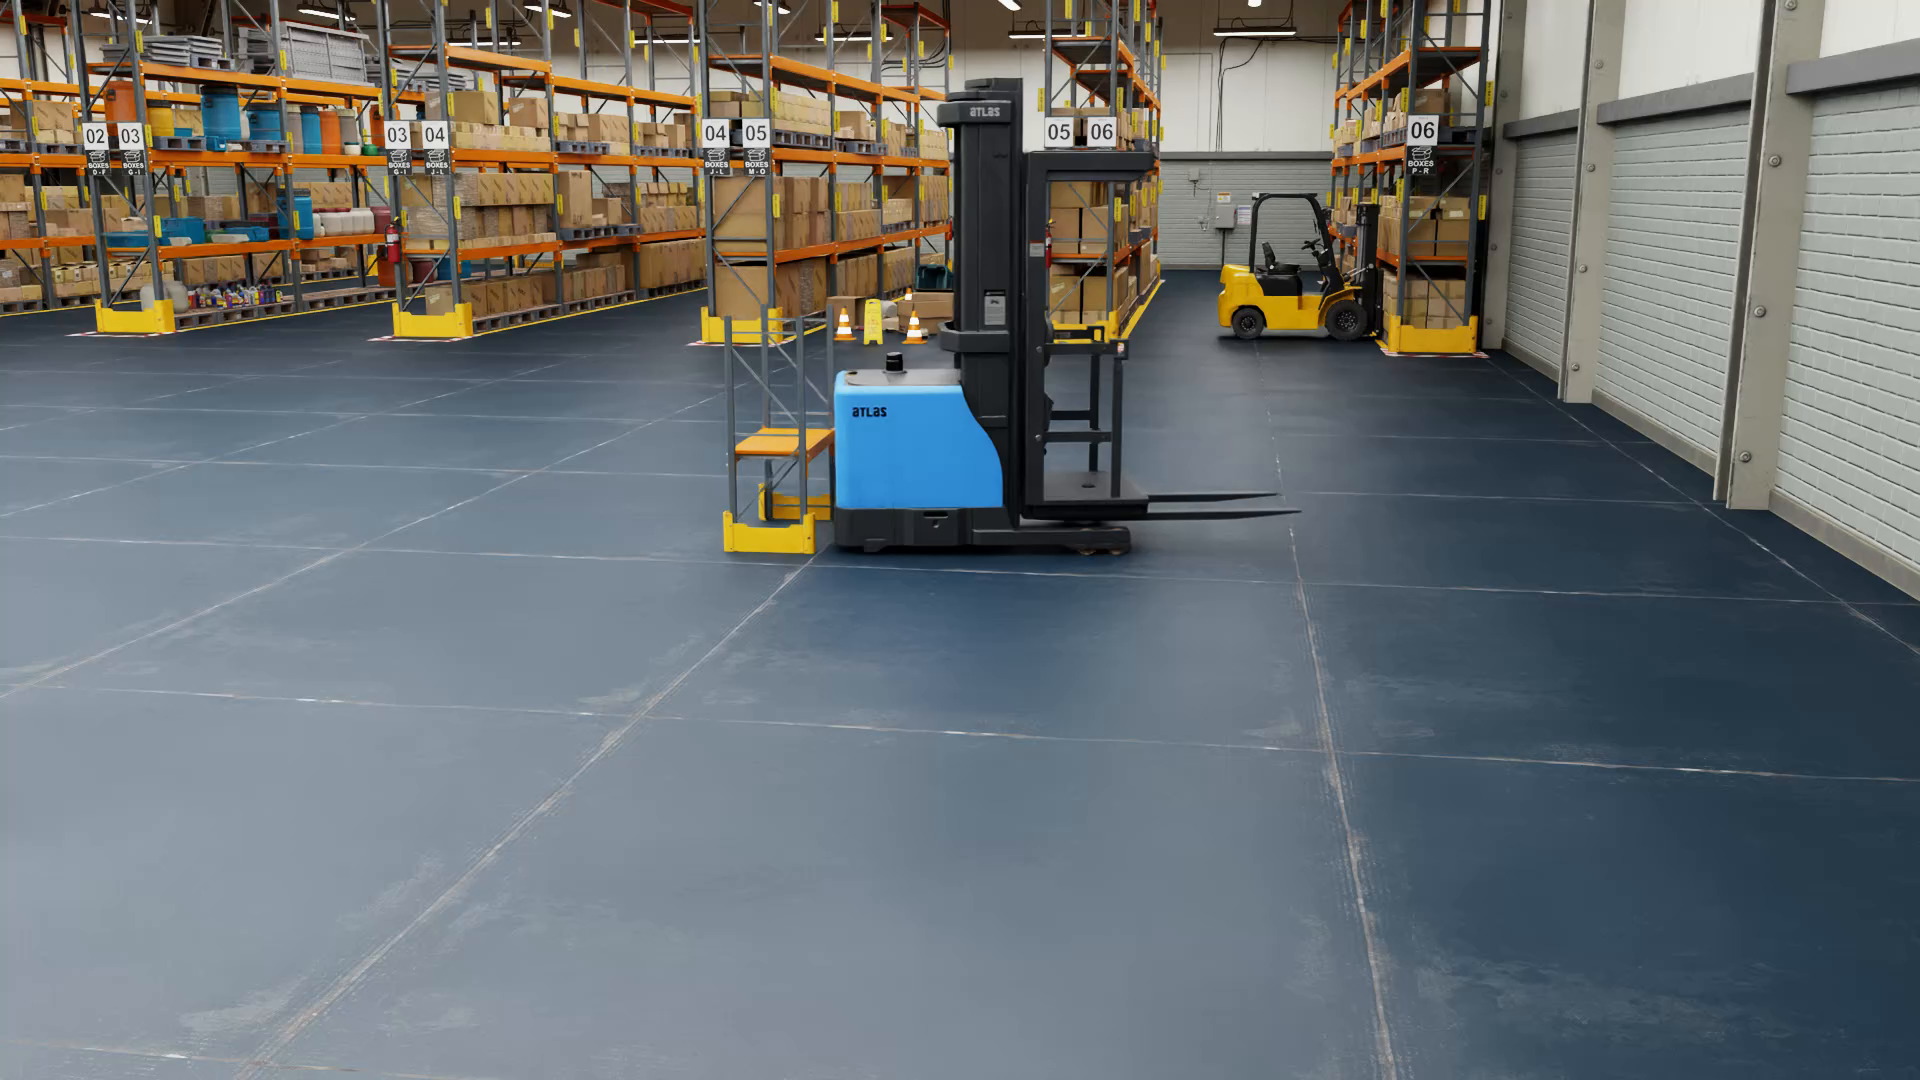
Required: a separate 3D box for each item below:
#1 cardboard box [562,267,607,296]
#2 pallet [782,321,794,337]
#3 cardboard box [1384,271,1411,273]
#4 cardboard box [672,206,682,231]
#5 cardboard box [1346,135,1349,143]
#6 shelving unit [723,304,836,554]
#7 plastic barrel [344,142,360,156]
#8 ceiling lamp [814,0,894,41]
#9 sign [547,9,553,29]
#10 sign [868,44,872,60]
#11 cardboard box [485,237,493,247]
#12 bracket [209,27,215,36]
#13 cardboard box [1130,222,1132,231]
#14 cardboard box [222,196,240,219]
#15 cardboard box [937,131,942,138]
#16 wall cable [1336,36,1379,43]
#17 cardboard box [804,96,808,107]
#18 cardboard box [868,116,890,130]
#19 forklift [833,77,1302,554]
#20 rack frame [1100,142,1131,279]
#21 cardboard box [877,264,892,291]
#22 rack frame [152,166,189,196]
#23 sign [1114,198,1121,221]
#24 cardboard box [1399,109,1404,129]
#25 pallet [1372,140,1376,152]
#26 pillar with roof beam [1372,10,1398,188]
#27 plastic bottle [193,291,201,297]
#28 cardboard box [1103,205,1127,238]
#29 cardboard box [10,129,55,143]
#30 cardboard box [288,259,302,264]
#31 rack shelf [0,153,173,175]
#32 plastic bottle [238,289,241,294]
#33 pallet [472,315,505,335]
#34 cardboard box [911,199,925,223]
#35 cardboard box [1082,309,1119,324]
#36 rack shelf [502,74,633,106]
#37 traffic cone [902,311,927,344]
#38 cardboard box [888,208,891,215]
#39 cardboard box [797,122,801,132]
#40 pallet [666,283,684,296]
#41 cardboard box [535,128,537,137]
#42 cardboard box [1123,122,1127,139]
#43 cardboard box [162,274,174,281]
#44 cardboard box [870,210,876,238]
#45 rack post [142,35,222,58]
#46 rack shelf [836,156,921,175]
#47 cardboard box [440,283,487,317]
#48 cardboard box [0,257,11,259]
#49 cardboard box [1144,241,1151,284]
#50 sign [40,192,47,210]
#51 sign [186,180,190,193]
[{"bbox_3d":[-7.109,-4.876,31.390,0.700,0.500,0.500,3,13,13],"label":"cardboard box"},{"bbox_3d":[-3.172,-3.216,25.417,1.003,0.211,1.213,2,12,9],"label":"pallet"},{"bbox_3d":[6.671,-3.993,25.558,0.500,0.250,0.500,2,12,11],"label":"cardboard box"},{"bbox_3d":[-6.216,-6.821,35.287,0.500,0.500,0.500,2,12,8],"label":"cardboard box"},{"bbox_3d":[7.798,-7.892,32.737,0.380,0.149,0.250,2,12,10],"label":"cardboard box"},{"bbox_3d":[-1.164,-0.766,10.989,0.587,1.500,1.083,1,12,6],"label":"shelving unit"},{"bbox_3d":[-11.732,-7.544,32.089,0.301,0.262,0.301,0,12,0],"label":"plastic barrel"},{"bbox_3d":[-2.724,-14.186,41.601,2.000,3.185,0.800,2,12,9],"label":"ceiling lamp"},{"bbox_3d":[-6.955,-8.831,28.208,0.100,0.325,0.005,2,12,9],"label":"sign"},{"bbox_3d":[-1.905,-10.358,35.290,0.100,0.325,0.005,2,12,9],"label":"sign"},{"bbox_3d":[-7.650,-4.729,26.411,0.380,0.149,0.250,2,12,9],"label":"cardboard box"},{"bbox_3d":[-20.350,-13.762,44.945,0.235,0.232,0.430,2,12,9],"label":"bracket"},{"bbox_3d":[2.701,-5.291,28.024,0.380,0.149,0.250,2,12,9],"label":"cardboard box"},{"bbox_3d":[-16.256,-7.296,36.496,0.700,0.500,0.500,-1,12,-6],"label":"cardboard box"},{"bbox_3d":[-0.625,-9.335,38.290,0.380,0.149,0.250,2,12,10],"label":"cardboard box"},{"bbox_3d":[11.188,-14.227,42.446,2.988,3.039,0.133,2,12,9],"label":"wall cable"},{"bbox_3d":[-2.577,-6.828,25.906,0.380,0.149,0.250,2,12,9],"label":"cardboard box"},{"bbox_3d":[-1.573,-8.148,32.506,0.396,0.266,0.258,2,12,9],"label":"cardboard box"},{"bbox_3d":[0.689,-1.452,10.773,3.031,2.935,1.130,-1,12,-4],"label":"forklift"},{"bbox_3d":[2.304,-5.104,27.556,1.000,3.000,0.127,2,12,9],"label":"rack frame"},{"bbox_3d":[-1.627,-5.198,32.930,0.500,0.500,0.500,1,12,6],"label":"cardboard box"},{"bbox_3d":[-20.326,-8.404,42.871,1.000,3.000,0.127,2,12,9],"label":"rack frame"},{"bbox_3d":[2.225,-4.677,23.520,0.100,0.325,0.005,2,12,9],"label":"sign"},{"bbox_3d":[6.461,-6.001,23.684,0.396,0.266,0.258,2,12,9],"label":"cardboard box"},{"bbox_3d":[7.639,-6.773,28.631,1.003,0.211,1.213,2,12,11],"label":"pallet"},{"bbox_3d":[6.106,-11.046,40.888,9.100,9.000,0.548,2,12,9],"label":"pillar with roof beam"},{"bbox_3d":[-13.061,-4.113,28.381,0.152,0.276,0.135,2,12,7],"label":"plastic bottle"},{"bbox_3d":[2.334,-4.982,26.047,0.500,0.500,0.500,2,12,10],"label":"cardboard box"},{"bbox_3d":[-17.172,-7.473,30.788,0.500,0.250,0.500,3,13,15],"label":"cardboard box"},{"bbox_3d":[-16.123,-6.597,39.821,0.500,0.311,0.500,2,12,9],"label":"cardboard box"},{"bbox_3d":[-16.968,-7.278,32.230,1.077,0.370,4.000,2,12,9],"label":"rack shelf"},{"bbox_3d":[-12.410,-4.192,28.727,0.061,0.283,0.133,2,12,9],"label":"plastic bottle"},{"bbox_3d":[-7.932,-3.413,26.329,1.003,0.211,1.213,2,12,9],"label":"pallet"},{"bbox_3d":[-1.047,-7.198,36.328,0.500,0.500,0.500,2,12,8],"label":"cardboard box"},{"bbox_3d":[2.086,-3.291,24.675,0.500,0.250,0.500,2,12,8],"label":"cardboard box"},{"bbox_3d":[-7.180,-8.227,30.464,1.077,0.370,4.000,2,12,9],"label":"rack shelf"},{"bbox_3d":[-0.669,-3.128,24.407,0.336,0.463,0.334,2,12,9],"label":"traffic cone"},{"bbox_3d":[-1.599,-6.563,33.218,0.380,0.149,0.250,2,12,9],"label":"cardboard box"},{"bbox_3d":[-2.654,-6.332,25.496,0.380,0.149,0.250,2,12,8],"label":"cardboard box"},{"bbox_3d":[-6.487,-5.309,35.128,1.003,0.211,1.213,2,12,9],"label":"pallet"},{"bbox_3d":[-7.384,-6.883,28.102,0.380,0.149,0.250,2,12,9],"label":"cardboard box"},{"bbox_3d":[2.270,-6.224,25.286,0.500,0.250,0.500,2,12,10],"label":"cardboard box"},{"bbox_3d":[-16.501,-5.323,34.103,0.500,0.250,0.500,2,12,10],"label":"cardboard box"},{"bbox_3d":[-1.869,-5.918,31.099,0.500,0.500,0.500,2,12,9],"label":"cardboard box"},{"bbox_3d":[-12.730,-8.053,27.179,0.937,0.300,0.954,2,12,8],"label":"rack post"},{"bbox_3d":[-1.680,-7.607,33.758,1.077,0.370,4.000,2,12,9],"label":"rack shelf"},{"bbox_3d":[-7.932,-3.831,26.584,0.500,0.500,0.500,5,13,23],"label":"cardboard box"},{"bbox_3d":[-17.657,-4.888,30.304,0.500,0.500,0.500,2,12,9],"label":"cardboard box"},{"bbox_3d":[3.518,-5.804,34.852,0.875,0.875,0.875,2,12,10],"label":"cardboard box"},{"bbox_3d":[-16.727,-6.191,30.357,0.100,0.325,0.005,2,12,9],"label":"sign"},{"bbox_3d":[-19.792,-9.066,42.629,0.100,0.325,0.005,2,12,9],"label":"sign"}]
